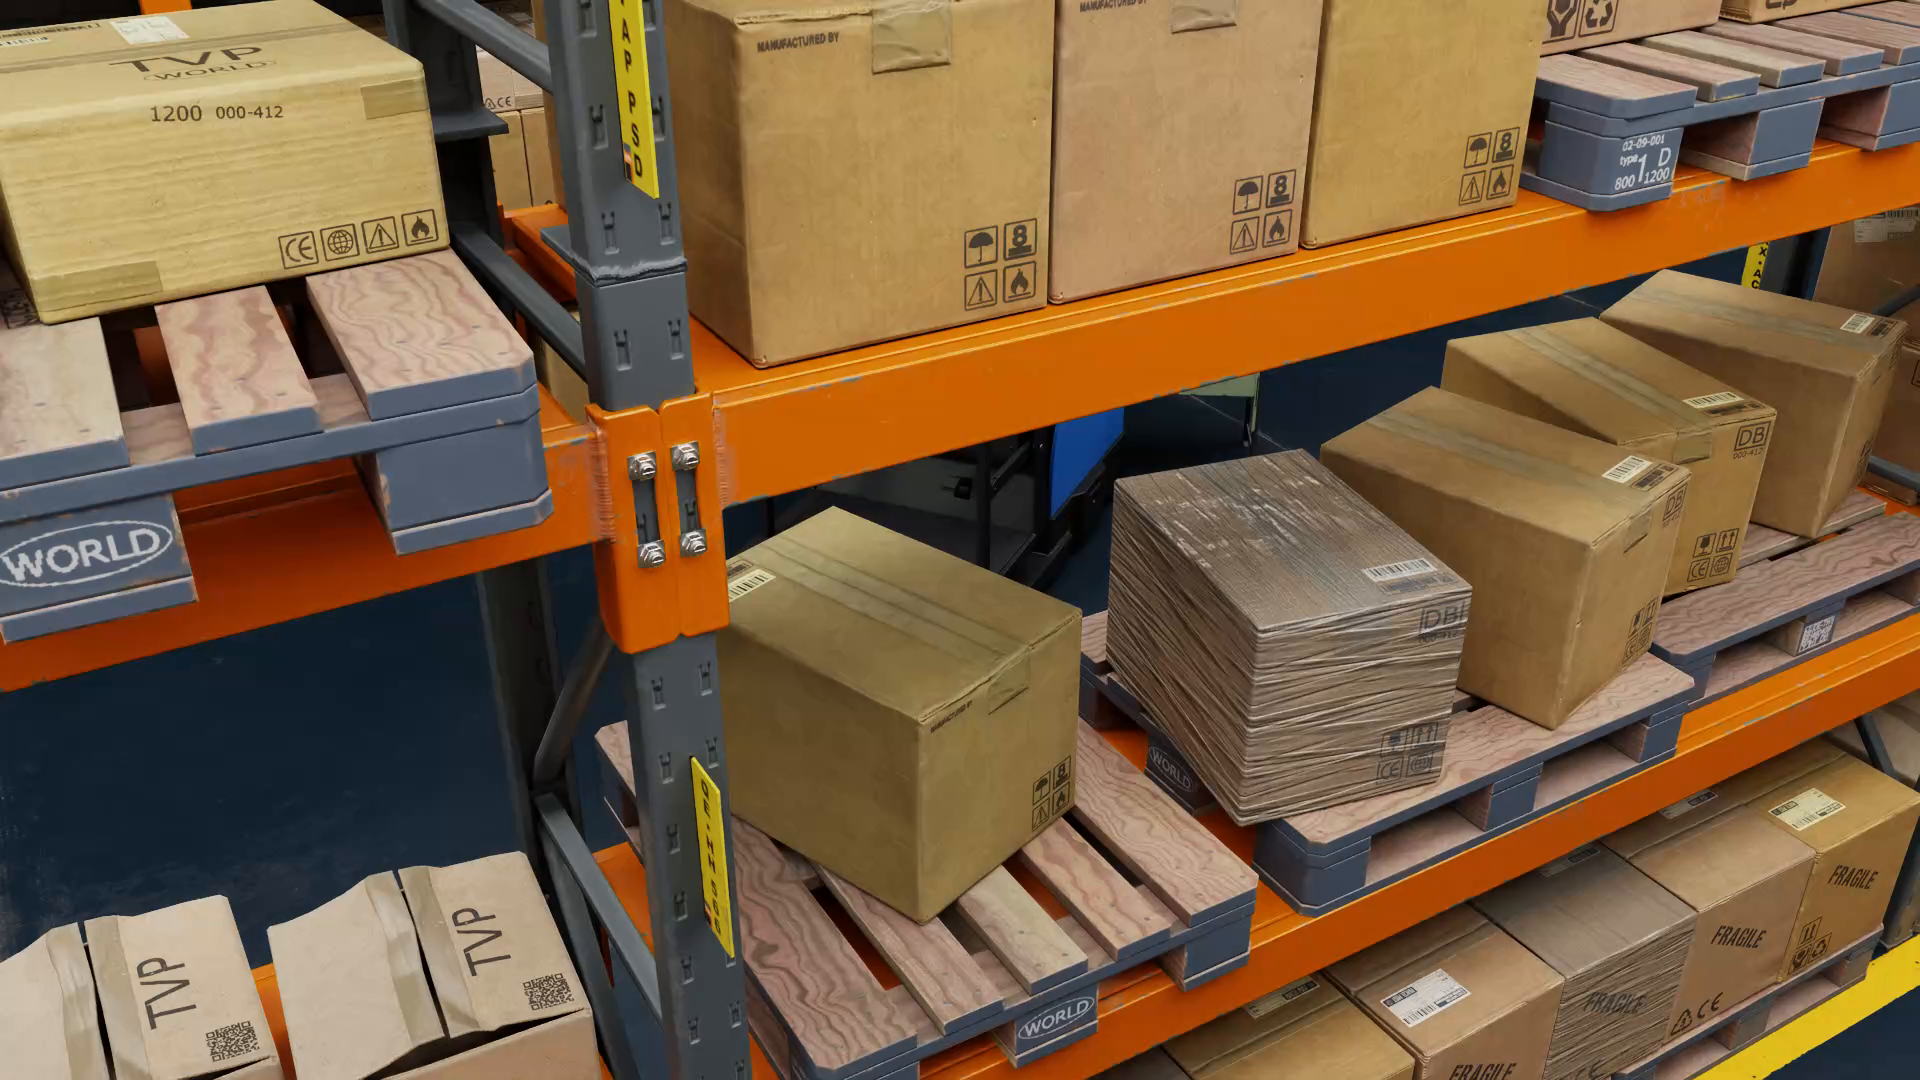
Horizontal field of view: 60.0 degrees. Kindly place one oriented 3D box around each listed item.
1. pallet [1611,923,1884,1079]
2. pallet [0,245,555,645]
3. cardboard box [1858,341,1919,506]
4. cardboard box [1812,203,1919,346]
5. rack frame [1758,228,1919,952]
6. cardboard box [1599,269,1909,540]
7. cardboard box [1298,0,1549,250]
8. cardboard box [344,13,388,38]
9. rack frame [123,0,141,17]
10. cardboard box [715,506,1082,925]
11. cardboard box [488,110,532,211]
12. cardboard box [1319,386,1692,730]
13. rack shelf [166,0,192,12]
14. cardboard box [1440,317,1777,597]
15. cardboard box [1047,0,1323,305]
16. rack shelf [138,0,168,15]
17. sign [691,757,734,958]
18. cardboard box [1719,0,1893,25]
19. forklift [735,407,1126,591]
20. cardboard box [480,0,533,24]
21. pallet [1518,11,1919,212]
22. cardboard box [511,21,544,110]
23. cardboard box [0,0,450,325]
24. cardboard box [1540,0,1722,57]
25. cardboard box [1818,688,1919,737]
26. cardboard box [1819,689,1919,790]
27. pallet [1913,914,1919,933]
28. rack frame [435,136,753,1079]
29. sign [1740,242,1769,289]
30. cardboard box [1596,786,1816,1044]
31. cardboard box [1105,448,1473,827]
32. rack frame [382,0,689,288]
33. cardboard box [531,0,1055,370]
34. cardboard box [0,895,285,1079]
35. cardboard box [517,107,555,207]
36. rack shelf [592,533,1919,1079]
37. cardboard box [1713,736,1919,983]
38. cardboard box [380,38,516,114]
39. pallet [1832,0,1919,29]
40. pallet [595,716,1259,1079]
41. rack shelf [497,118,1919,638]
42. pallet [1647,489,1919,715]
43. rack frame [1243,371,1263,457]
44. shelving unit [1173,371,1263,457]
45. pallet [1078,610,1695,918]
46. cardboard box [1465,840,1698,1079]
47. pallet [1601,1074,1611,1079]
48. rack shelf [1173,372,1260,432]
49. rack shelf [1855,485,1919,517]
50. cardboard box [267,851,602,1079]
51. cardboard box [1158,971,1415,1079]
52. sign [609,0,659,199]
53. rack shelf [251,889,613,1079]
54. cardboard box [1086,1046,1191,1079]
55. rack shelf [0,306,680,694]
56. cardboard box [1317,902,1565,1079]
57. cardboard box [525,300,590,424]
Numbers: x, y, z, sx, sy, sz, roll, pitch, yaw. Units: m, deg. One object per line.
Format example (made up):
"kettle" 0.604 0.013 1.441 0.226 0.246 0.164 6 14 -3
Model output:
"pallet" 2.103 1.224 5.313 1.213 0.211 1.003 -16 33 -26
"pallet" -1.204 -0.260 2.207 1.003 0.211 1.213 -14 32 -24
"cardboard box" 3.086 -0.484 5.420 0.500 0.500 0.500 -15 32 -26
"cardboard box" 3.090 -0.925 5.183 0.500 0.500 0.500 -16 33 -26
"rack frame" 2.785 -0.211 5.029 0.127 3.000 1.000 -16 33 -26
"cardboard box" 2.263 -0.416 4.862 0.700 0.500 0.500 22 36 34
"cardboard box" 0.583 -0.962 3.181 0.500 0.500 0.910 -16 33 -26
"cardboard box" -2.469 -2.150 7.334 0.500 0.250 0.500 -17 33 -28
"rack frame" -3.177 -1.295 6.992 0.127 3.000 1.000 -16 33 -26
"cardboard box" -0.178 0.339 3.493 0.700 0.500 0.500 22 36 34
"cardboard box" -2.172 -1.614 7.139 0.500 0.500 0.500 -15 32 -25
"cardboard box" 1.293 0.019 4.073 0.700 0.500 0.500 26 38 38
"rack shelf" -1.452 -2.783 7.328 4.000 0.370 1.077 -16 33 -26
"cardboard box" 1.702 -0.222 4.509 0.500 0.500 0.700 -11 31 -19
"cardboard box" 0.135 -0.835 2.951 0.500 0.500 0.910 -16 33 -26
"rack shelf" -4.901 -1.804 5.554 4.000 0.370 1.077 -16 33 -26
"sign" -0.380 0.491 2.557 0.005 0.325 0.100 -16 33 -26
"cardboard box" 1.748 -1.530 3.673 0.600 0.600 0.600 -16 33 -27
"forklift" -0.253 -1.007 6.542 1.130 2.935 3.031 12 31 21
"cardboard box" -2.025 -2.275 7.559 0.500 0.250 0.500 -17 33 -28
"pallet" 1.294 -1.057 3.651 1.003 0.211 1.213 -16 33 -26
"cardboard box" -1.763 -2.066 7.180 0.500 0.250 0.500 -16 33 -26
"cardboard box" -1.027 -0.529 2.221 0.500 0.250 0.500 -19 34 -30
"cardboard box" 1.165 -1.376 3.393 0.600 0.600 0.600 -17 33 -28
"cardboard box" 3.132 0.433 5.993 0.500 0.500 0.500 -16 33 -26
"cardboard box" 3.256 0.761 5.595 0.500 0.311 0.500 -16 33 -26
"pallet" 3.377 0.842 6.006 1.213 0.211 1.003 -16 33 -26
"rack frame" -0.664 0.768 3.254 0.127 3.000 1.000 -16 33 -26
"sign" 2.503 -0.815 5.226 0.005 0.325 0.100 -16 33 -26
"cardboard box" 2.074 1.048 4.878 0.500 0.500 0.500 -16 33 -26
"cardboard box" 0.707 0.195 3.755 0.500 0.500 0.700 -10 30 -17
"rack frame" -0.664 -1.859 1.805 0.127 3.000 1.000 -16 33 -26
"cardboard box" -0.305 -0.710 2.724 0.500 0.500 0.910 -16 33 -26
"cardboard box" -1.533 0.945 3.025 0.500 0.311 0.500 -16 33 -27
"cardboard box" -1.744 -1.735 7.358 0.500 0.500 0.500 -16 33 -27
"rack shelf" 1.060 0.593 4.315 4.000 0.370 1.077 -16 33 -26
"cardboard box" 2.504 0.931 5.091 0.500 0.500 0.500 -16 33 -27
"cardboard box" -2.192 -1.942 6.956 0.500 0.250 0.500 -16 33 -27
"pallet" 2.187 -1.312 4.113 1.003 0.211 1.213 -16 33 -26
"pallet" -0.115 0.657 3.654 1.003 0.211 1.213 -16 33 -26
"rack shelf" 1.060 -0.720 3.591 4.000 0.370 1.077 -16 33 -26
"pallet" 2.040 0.023 4.803 1.213 0.211 1.003 -16 33 -26
"rack frame" 1.475 -1.081 8.157 0.023 1.500 0.400 2 29 3
"shelving unit" 1.110 -1.093 8.178 0.755 1.500 0.431 2 29 3
"pallet" 1.010 0.374 4.167 1.213 0.211 1.003 -16 33 -26
"cardboard box" 1.641 1.171 4.656 0.500 0.500 0.500 -15 32 -26
"pallet" 1.050 1.525 4.768 1.213 0.211 1.003 -16 33 -26
"rack shelf" 1.110 -0.807 8.336 0.720 0.370 0.431 2 29 3
"rack shelf" 4.509 -0.386 6.090 4.000 0.370 1.077 -16 33 -26
"cardboard box" -1.000 0.878 3.148 0.500 0.311 0.500 -14 32 -23
"cardboard box" 0.757 1.426 4.193 0.500 0.500 0.500 -16 33 -27
"sign" -0.390 -0.573 1.963 0.005 0.325 0.100 -16 33 -26
"rack shelf" -2.388 1.572 2.541 4.000 0.370 1.077 -16 33 -26
"cardboard box" 0.322 1.547 3.975 0.500 0.500 0.500 -17 33 -28
"rack shelf" -2.388 0.259 1.816 4.000 0.370 1.077 -16 33 -26
"cardboard box" 1.204 1.296 4.429 0.500 0.500 0.500 -17 33 -28
"cardboard box" -1.718 -0.875 8.021 0.750 0.750 0.750 -16 33 -27
